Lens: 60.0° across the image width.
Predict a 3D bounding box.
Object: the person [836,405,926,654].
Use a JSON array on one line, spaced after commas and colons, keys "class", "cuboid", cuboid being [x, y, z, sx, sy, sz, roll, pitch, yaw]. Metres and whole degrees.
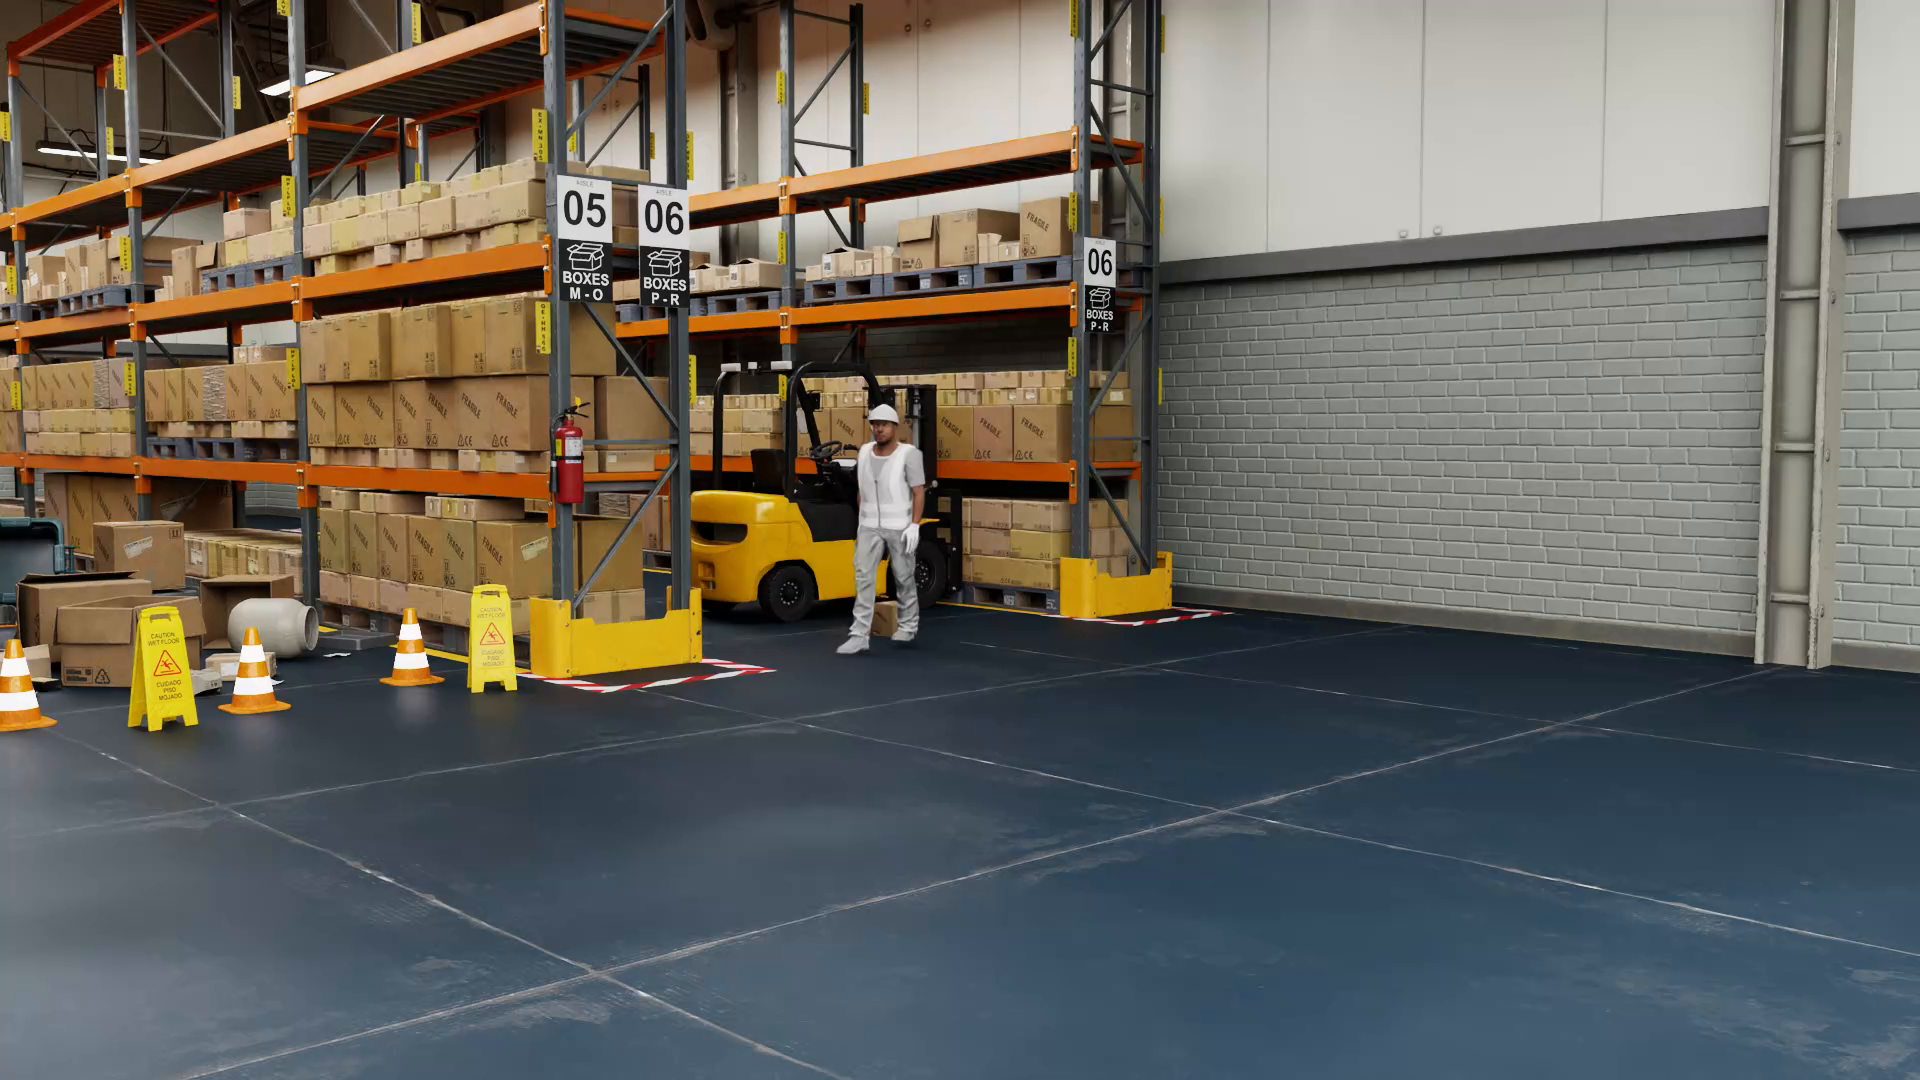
[{"class": "person", "cuboid": [-0.532, -0.096, 11.856, 0.590, 1.734, 0.927, 1, 4, 18]}]
